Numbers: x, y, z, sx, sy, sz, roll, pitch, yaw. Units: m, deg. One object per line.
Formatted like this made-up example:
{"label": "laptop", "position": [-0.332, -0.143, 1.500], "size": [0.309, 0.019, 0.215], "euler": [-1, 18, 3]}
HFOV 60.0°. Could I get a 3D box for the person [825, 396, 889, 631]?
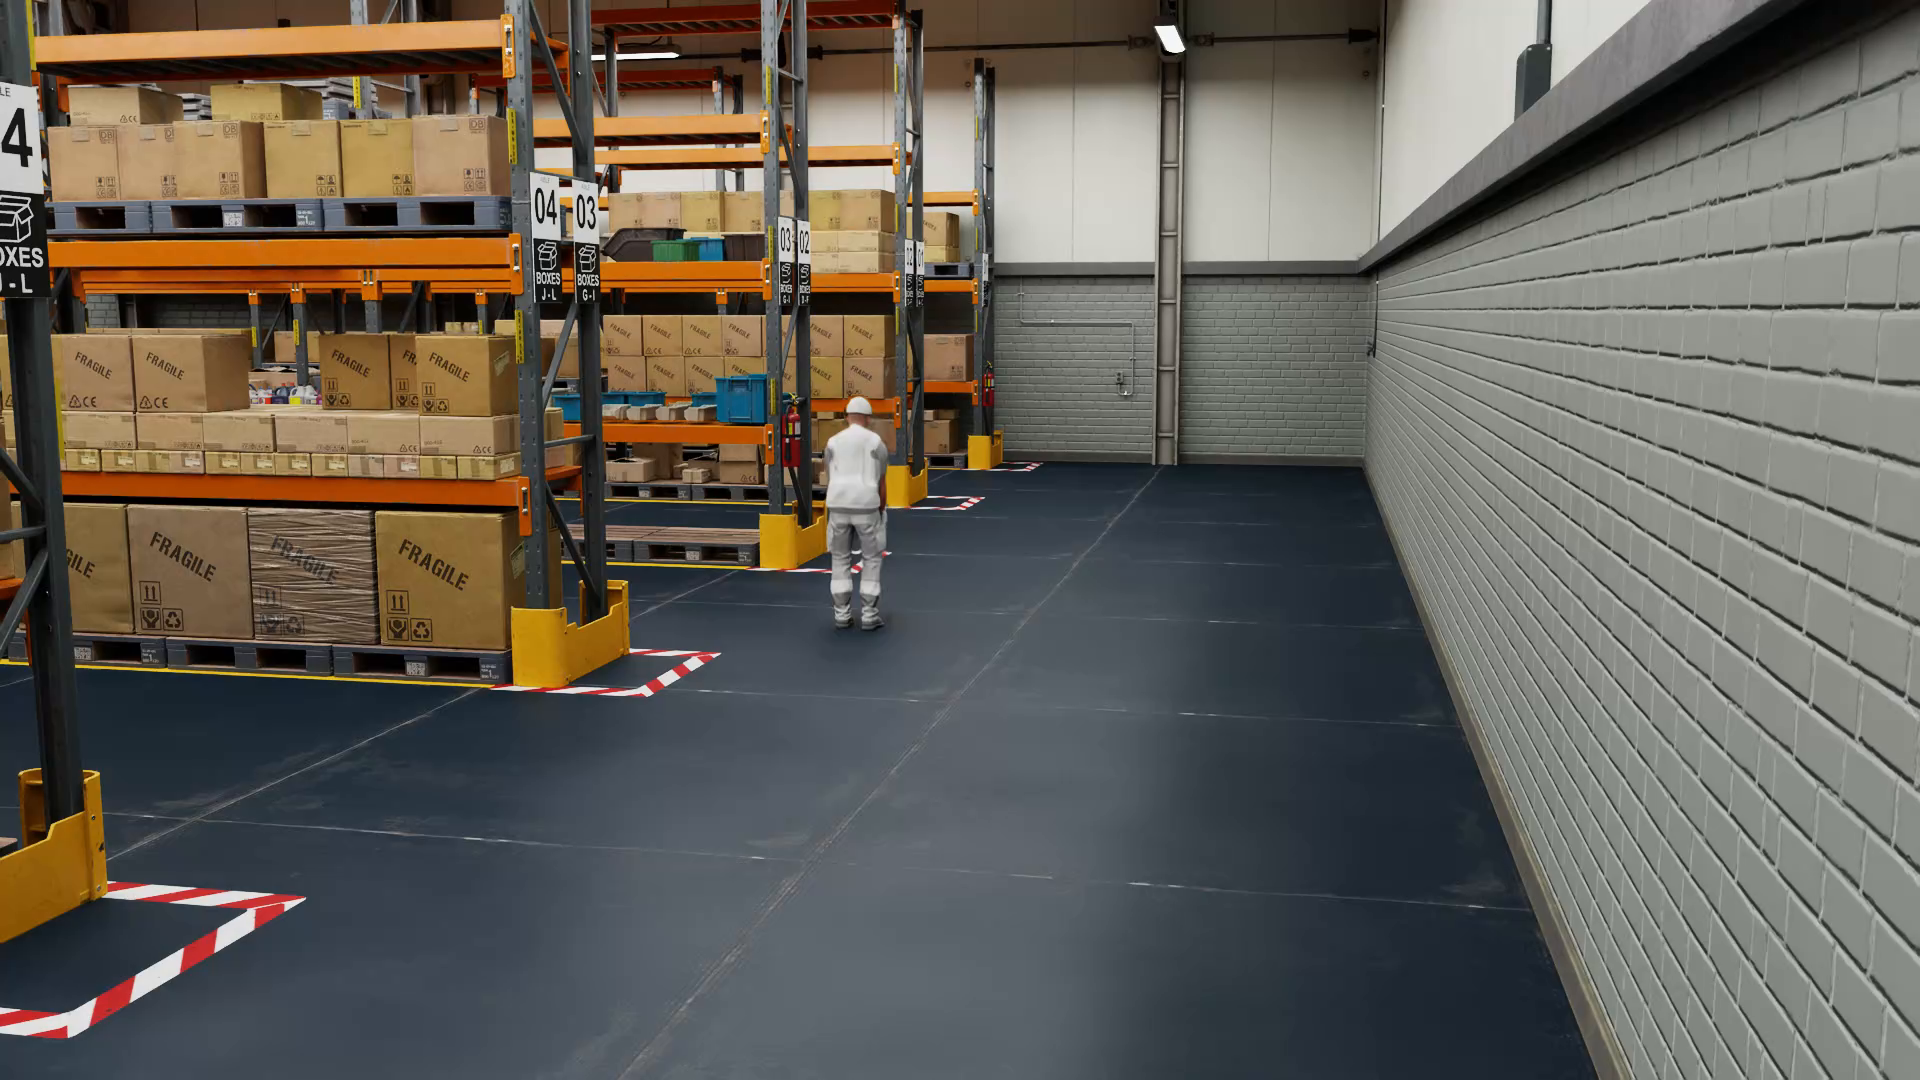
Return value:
{"label": "person", "position": [-0.778, -0.211, 12.475], "size": [0.485, 1.725, 0.602], "euler": [1, 8, 10]}
